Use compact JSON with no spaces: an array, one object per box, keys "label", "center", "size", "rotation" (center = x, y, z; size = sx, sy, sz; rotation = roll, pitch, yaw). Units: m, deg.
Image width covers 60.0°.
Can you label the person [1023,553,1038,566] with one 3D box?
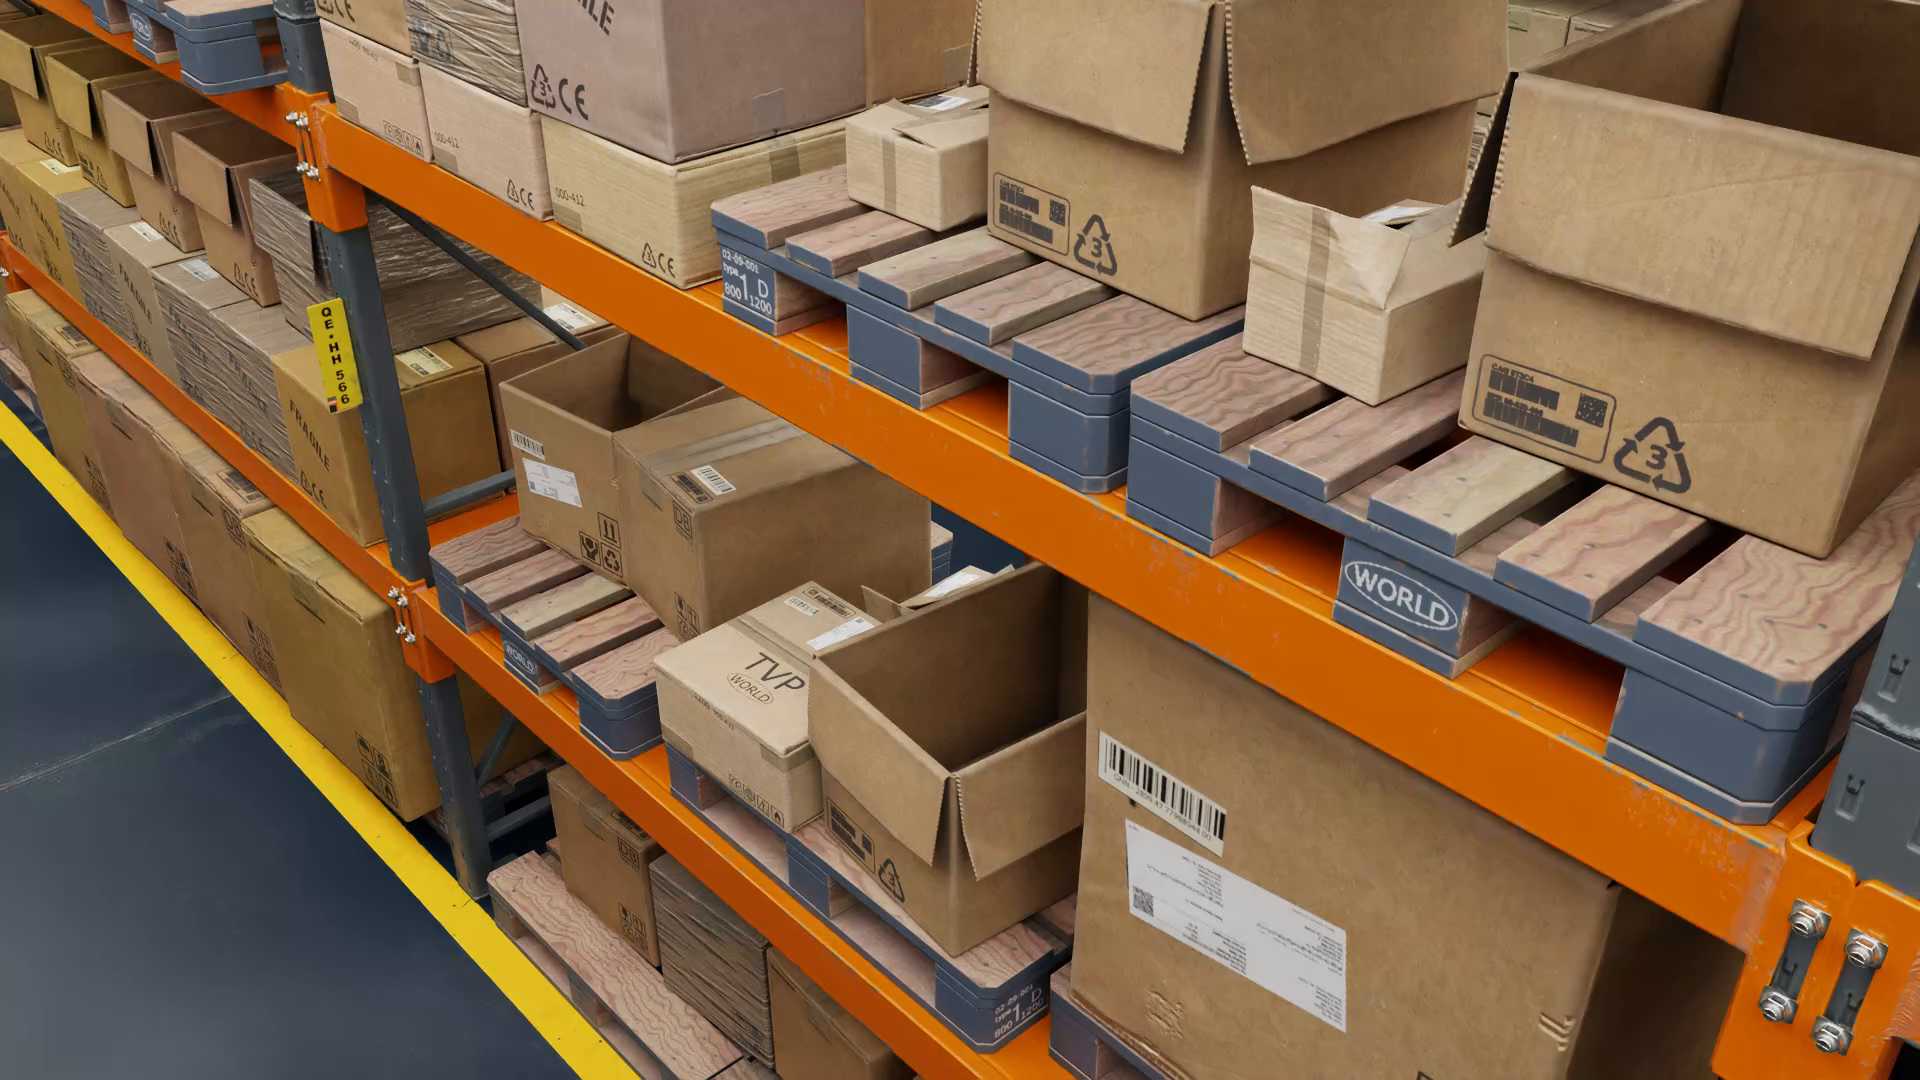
[{"label":"person","center":[0.447,0.232,5.763],"size":[0.536,1.758,0.414],"rotation":[-25,39,-34]}]
